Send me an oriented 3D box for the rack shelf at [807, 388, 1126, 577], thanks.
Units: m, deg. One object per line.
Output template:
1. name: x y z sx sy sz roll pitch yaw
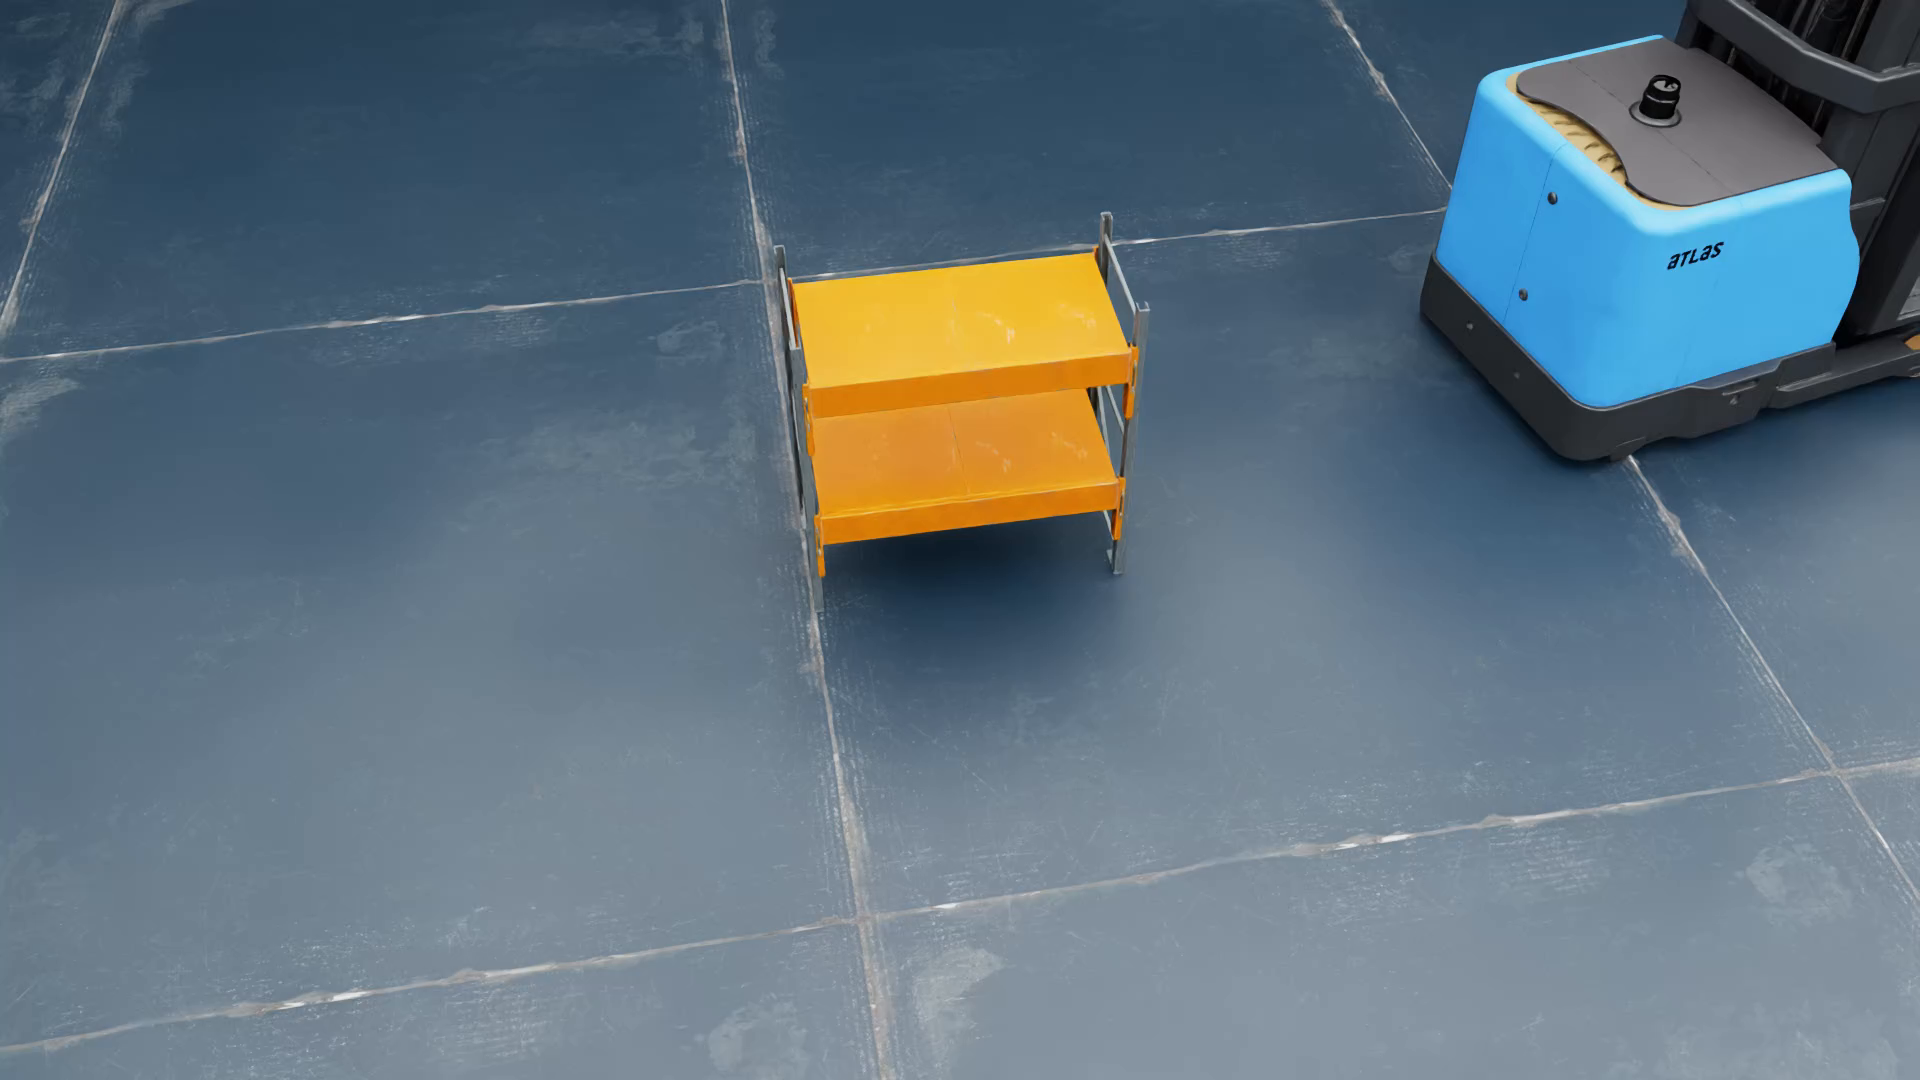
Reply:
1. rack shelf: -0.007 -0.220 5.520 1.000 0.278 0.538 -7 46 -7

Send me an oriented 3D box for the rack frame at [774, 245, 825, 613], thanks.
1. rack frame: -0.508 -0.327 5.284 0.032 1.125 0.500 -7 46 -7

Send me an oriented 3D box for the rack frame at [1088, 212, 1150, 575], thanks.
1. rack frame: 0.494 -0.452 5.404 0.032 1.125 0.500 -7 46 -7

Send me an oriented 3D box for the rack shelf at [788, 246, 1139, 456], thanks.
1. rack shelf: -0.007 -0.593 5.133 1.000 0.278 0.538 -7 46 -7

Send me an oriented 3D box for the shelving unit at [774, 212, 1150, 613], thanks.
1. shelving unit: -0.007 -0.389 5.344 1.048 1.125 0.538 -7 46 -7

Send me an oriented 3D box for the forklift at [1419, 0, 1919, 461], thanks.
1. forklift: 3.377 -1.977 5.620 3.031 2.935 1.130 -16 48 -15
